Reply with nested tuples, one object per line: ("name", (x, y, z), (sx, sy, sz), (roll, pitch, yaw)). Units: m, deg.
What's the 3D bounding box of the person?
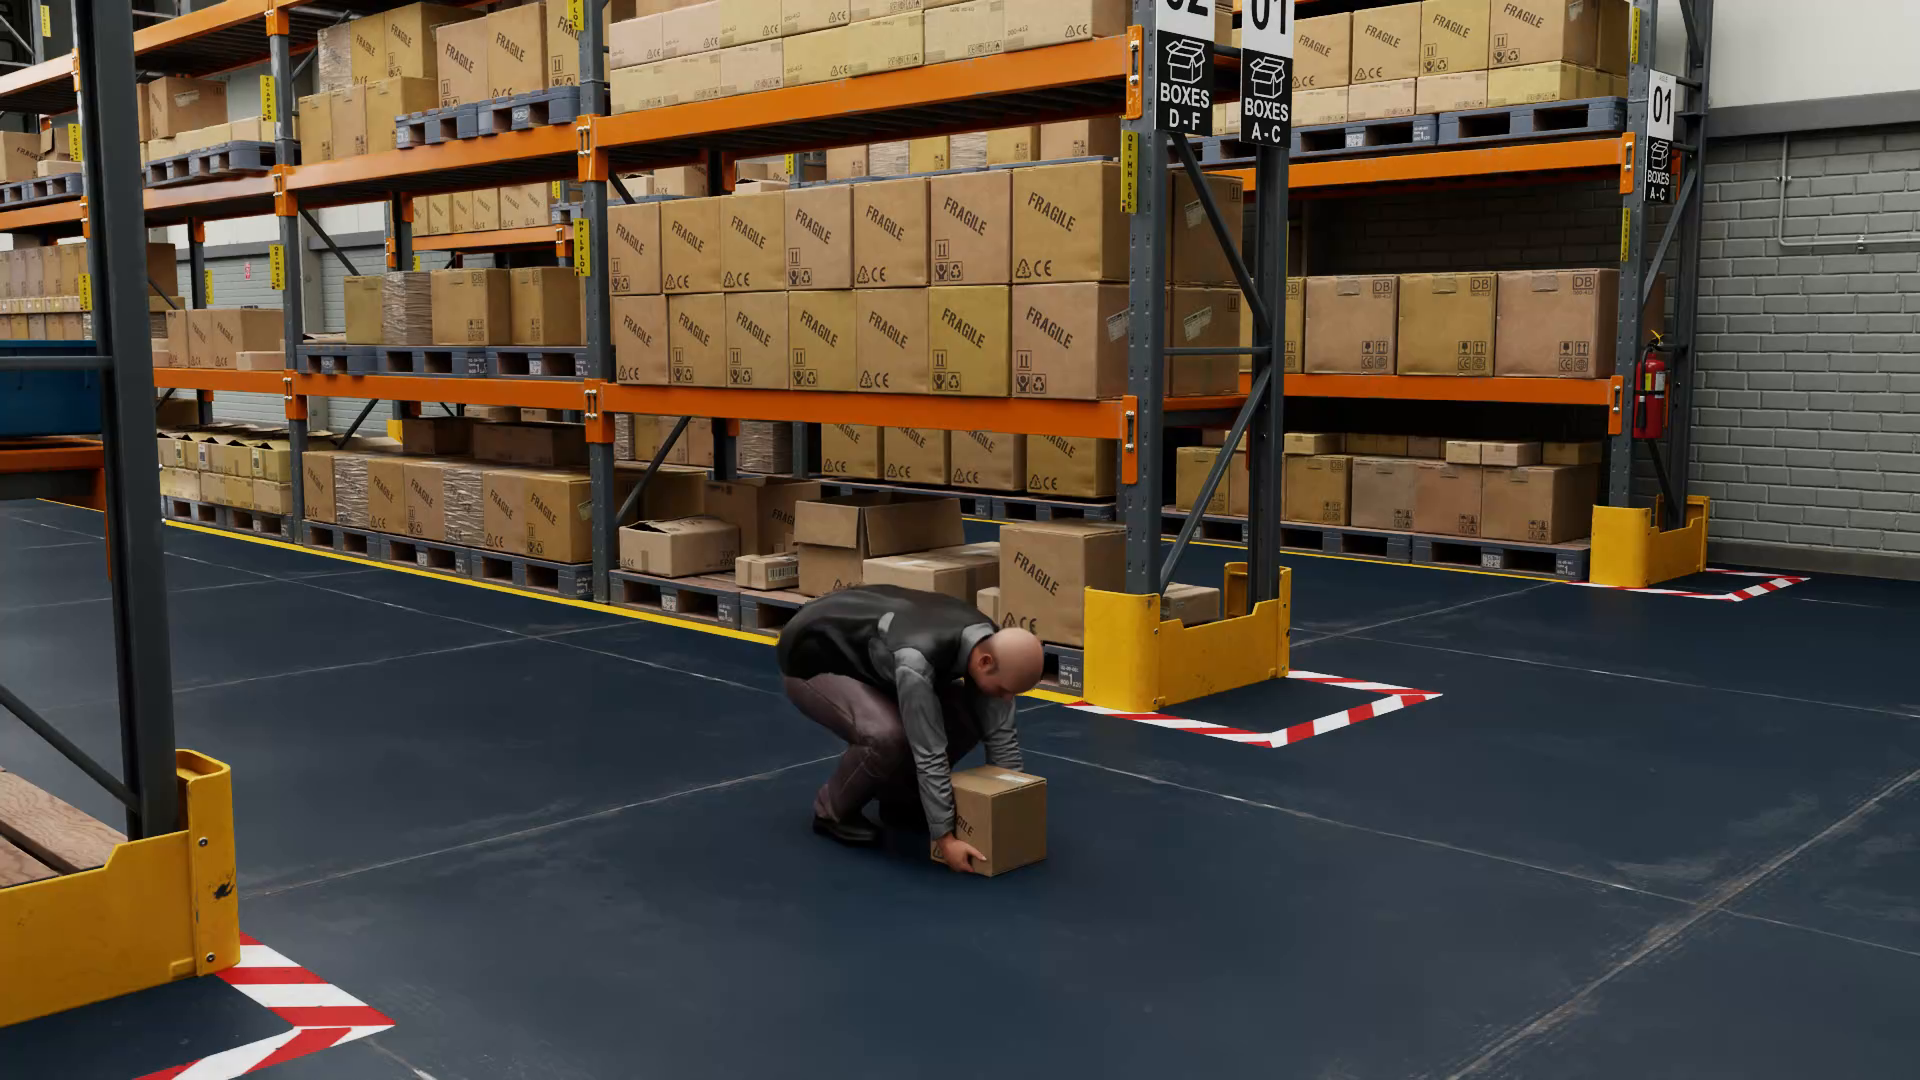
("person", (-0.142, 0.555, 5.203), (0.948, 0.815, 0.500), (6, 9, 42))
